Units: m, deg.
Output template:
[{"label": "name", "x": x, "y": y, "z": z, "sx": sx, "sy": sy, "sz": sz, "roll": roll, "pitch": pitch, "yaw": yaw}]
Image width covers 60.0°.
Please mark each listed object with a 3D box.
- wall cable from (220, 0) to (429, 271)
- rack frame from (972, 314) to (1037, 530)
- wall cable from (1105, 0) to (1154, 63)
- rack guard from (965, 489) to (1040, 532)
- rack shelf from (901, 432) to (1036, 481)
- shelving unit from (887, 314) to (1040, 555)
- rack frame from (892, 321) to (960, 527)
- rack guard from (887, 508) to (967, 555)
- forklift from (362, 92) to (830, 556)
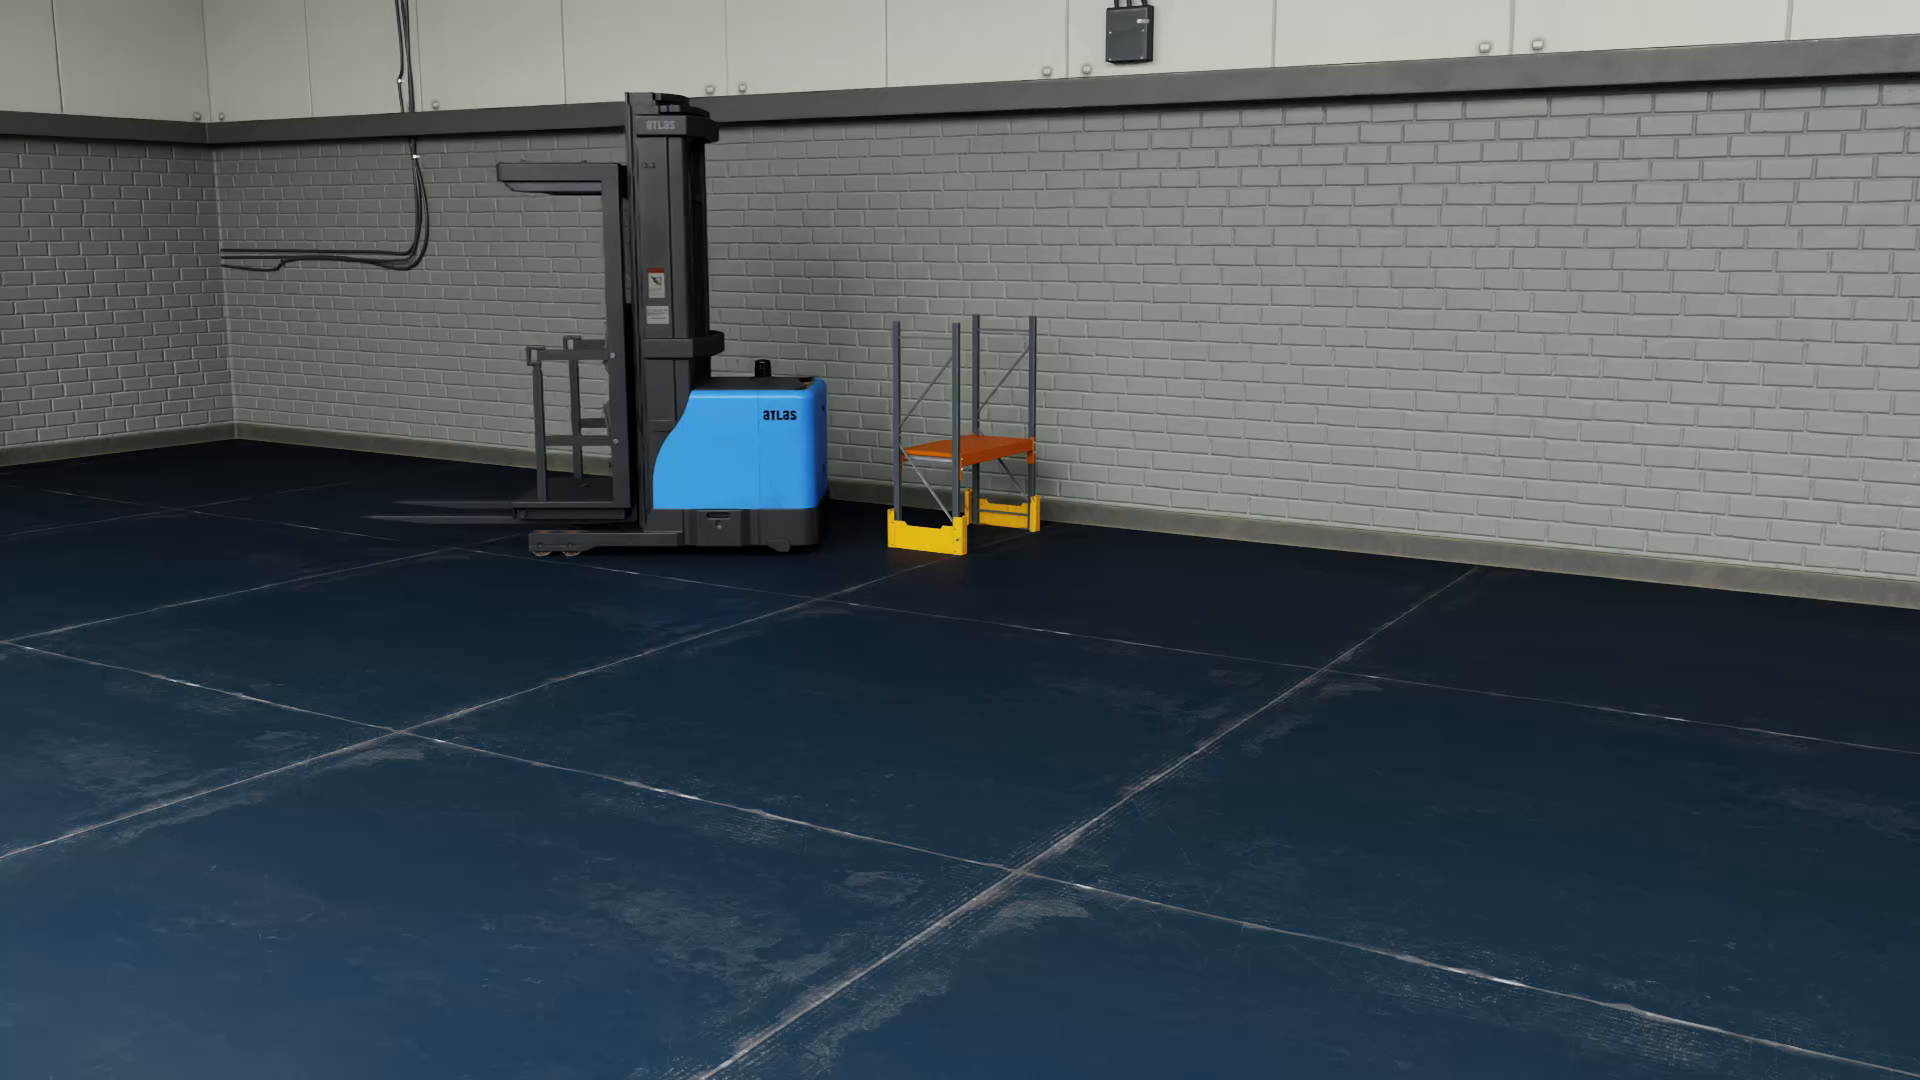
[{"label": "wall cable", "x": -6.121, "y": -3.785, "z": 15.569, "sx": 3.097, "sy": 2.526, "sz": 0.112, "roll": 6, "pitch": 12, "yaw": 31}, {"label": "rack frame", "x": 0.308, "y": -0.831, "z": 11.729, "sx": 0.500, "sy": 1.500, "sz": 0.032, "roll": 6, "pitch": 12, "yaw": 31}, {"label": "wall cable", "x": 1.984, "y": -6.073, "z": 10.112, "sx": 2.305, "sy": 6.003, "sz": 0.169, "roll": 6, "pitch": 12, "yaw": 31}, {"label": "rack guard", "x": 0.298, "y": -0.213, "z": 11.828, "sx": 0.587, "sy": 0.250, "sz": 0.087, "roll": 6, "pitch": 12, "yaw": 31}, {"label": "rack shelf", "x": 0.044, "y": -0.574, "z": 11.335, "sx": 0.538, "sy": 0.185, "sz": 1.000, "roll": 6, "pitch": 12, "yaw": 31}, {"label": "shelving unit", "x": 0.040, "y": -0.749, "z": 11.295, "sx": 0.587, "sy": 1.500, "sz": 1.083, "roll": 6, "pitch": 12, "yaw": 31}, {"label": "rack frame", "x": -0.220, "y": -0.671, "z": 10.875, "sx": 0.500, "sy": 1.500, "sz": 0.032, "roll": 6, "pitch": 12, "yaw": 31}, {"label": "rack guard", "x": -0.219, "y": -0.057, "z": 10.991, "sx": 0.587, "sy": 0.250, "sz": 0.087, "roll": 6, "pitch": 12, "yaw": 31}, {"label": "forklift", "x": -2.431, "y": -1.432, "z": 11.051, "sx": 3.031, "sy": 2.935, "sz": 1.130, "roll": 0, "pitch": 11, "yaw": 0}]
